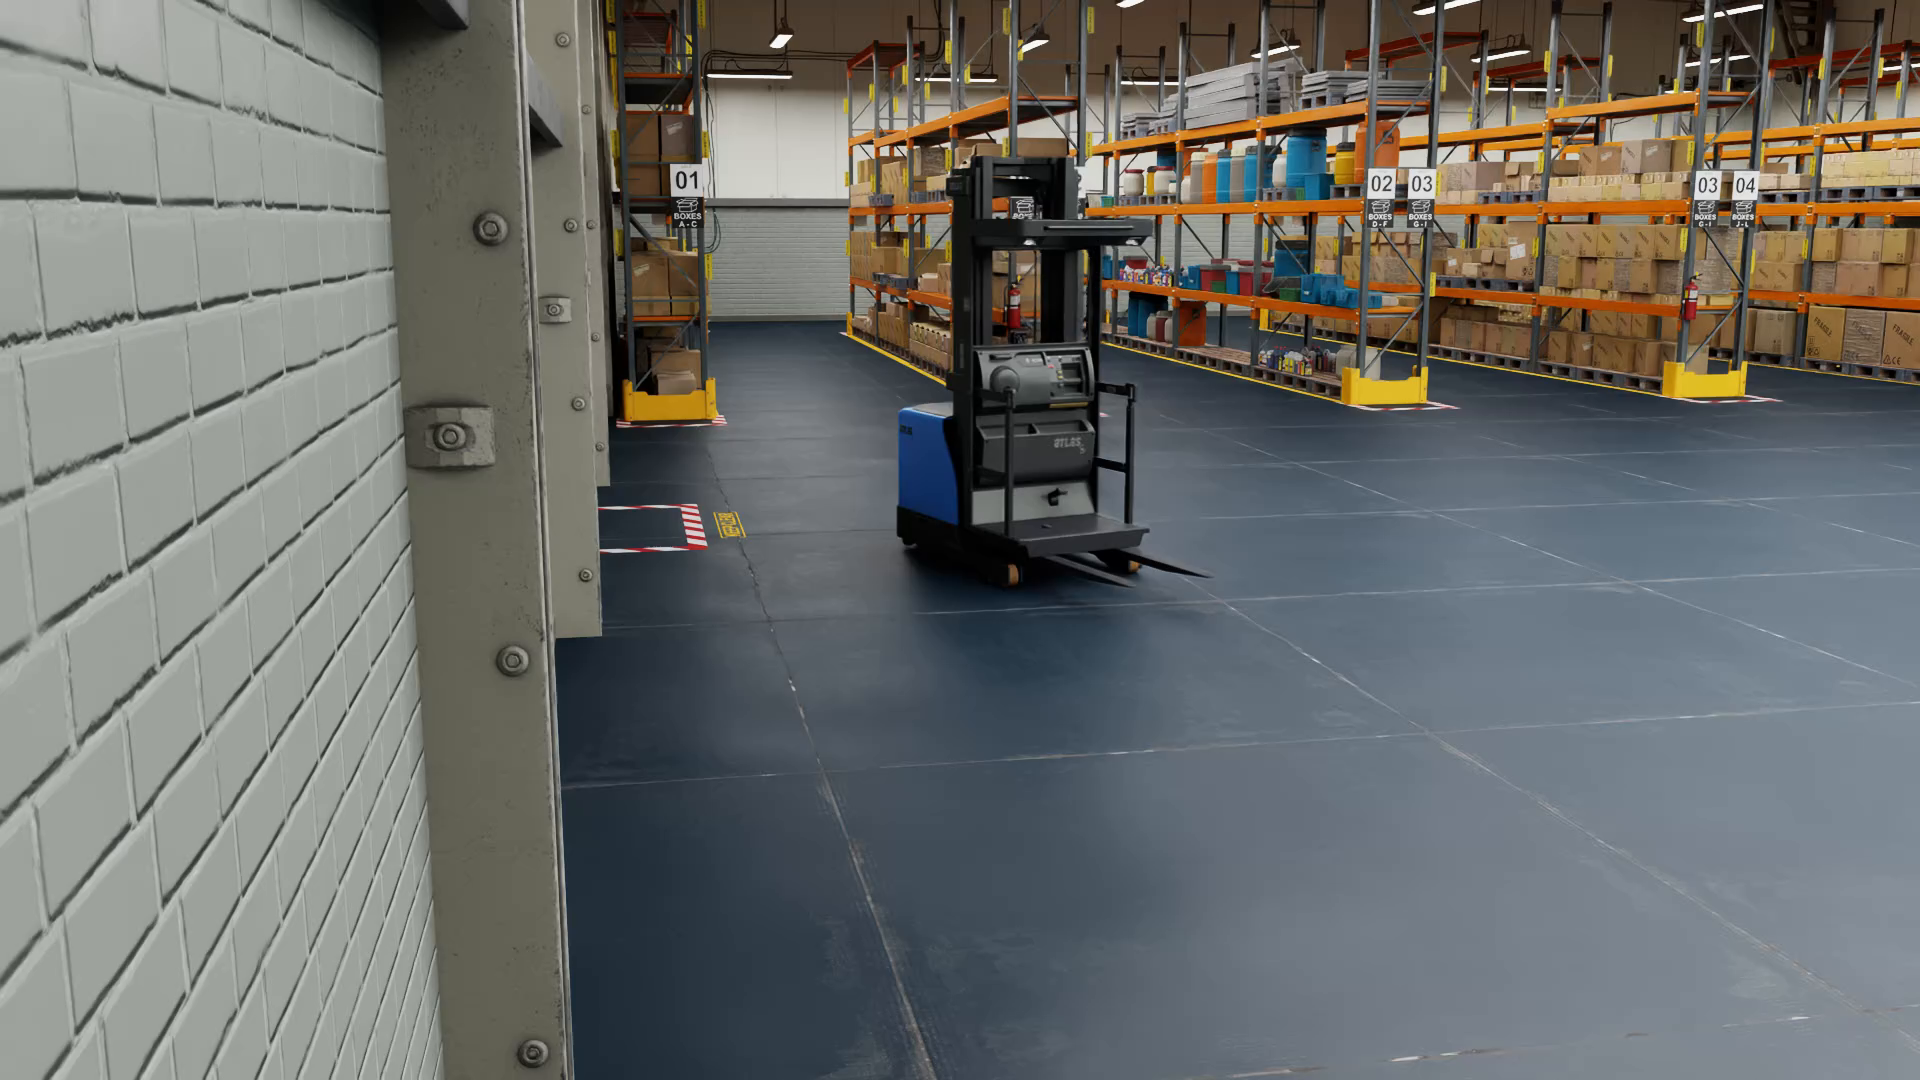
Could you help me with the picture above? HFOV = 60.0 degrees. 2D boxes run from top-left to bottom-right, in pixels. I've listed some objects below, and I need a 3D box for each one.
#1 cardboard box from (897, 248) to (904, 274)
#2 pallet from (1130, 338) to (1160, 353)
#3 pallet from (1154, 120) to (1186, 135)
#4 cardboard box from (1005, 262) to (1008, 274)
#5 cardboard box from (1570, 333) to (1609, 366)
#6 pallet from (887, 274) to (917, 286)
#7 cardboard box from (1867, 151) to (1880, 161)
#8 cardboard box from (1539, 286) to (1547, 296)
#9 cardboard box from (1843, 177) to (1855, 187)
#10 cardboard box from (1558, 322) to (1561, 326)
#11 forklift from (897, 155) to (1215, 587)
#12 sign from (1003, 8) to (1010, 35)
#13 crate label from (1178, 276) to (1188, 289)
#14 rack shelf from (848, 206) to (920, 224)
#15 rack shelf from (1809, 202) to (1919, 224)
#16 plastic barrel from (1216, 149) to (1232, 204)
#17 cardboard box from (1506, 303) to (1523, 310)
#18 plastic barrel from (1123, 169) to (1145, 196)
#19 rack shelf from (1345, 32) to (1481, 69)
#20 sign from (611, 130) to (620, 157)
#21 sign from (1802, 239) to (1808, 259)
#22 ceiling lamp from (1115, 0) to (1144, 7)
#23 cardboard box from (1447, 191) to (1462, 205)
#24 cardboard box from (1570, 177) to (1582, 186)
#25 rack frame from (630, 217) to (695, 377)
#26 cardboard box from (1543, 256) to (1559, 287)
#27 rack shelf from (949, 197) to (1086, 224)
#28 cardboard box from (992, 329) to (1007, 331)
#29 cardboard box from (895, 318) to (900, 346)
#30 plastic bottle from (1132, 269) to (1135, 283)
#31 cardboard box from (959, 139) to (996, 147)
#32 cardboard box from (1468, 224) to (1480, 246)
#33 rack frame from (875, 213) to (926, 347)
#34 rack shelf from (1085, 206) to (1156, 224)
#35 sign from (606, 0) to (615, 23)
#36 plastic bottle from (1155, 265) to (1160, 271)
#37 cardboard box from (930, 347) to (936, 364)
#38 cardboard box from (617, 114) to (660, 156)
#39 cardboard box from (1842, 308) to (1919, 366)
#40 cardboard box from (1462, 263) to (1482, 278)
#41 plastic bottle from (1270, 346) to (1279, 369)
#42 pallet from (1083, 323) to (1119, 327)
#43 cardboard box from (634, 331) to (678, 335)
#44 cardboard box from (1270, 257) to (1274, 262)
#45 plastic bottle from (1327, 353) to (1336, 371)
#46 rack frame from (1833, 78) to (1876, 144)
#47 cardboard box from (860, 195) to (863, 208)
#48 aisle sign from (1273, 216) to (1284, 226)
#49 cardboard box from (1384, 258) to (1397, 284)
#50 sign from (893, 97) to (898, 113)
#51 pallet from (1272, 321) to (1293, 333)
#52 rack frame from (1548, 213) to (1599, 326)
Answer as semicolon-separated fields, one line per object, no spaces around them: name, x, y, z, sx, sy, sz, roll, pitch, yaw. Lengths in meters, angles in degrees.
cardboard box;-0.793;-5.339;31.835;0.700;0.500;0.500;-5;12;-25
pallet;4.012;-3.848;32.848;1.003;0.211;1.213;-2;11;-11
pallet;4.330;-7.643;30.858;1.213;0.211;1.003;-2;11;-11
cardboard box;0.823;-3.683;22.525;0.380;0.149;0.250;-2;11;-10
cardboard box;10.234;-3.097;27.005;0.500;0.500;0.500;1;11;7
pallet;-0.802;-4.934;31.611;1.003;0.211;1.213;-2;11;-11
cardboard box;14.899;-6.191;26.827;0.380;0.149;0.250;-2;11;-10
cardboard box;9.823;-4.124;27.513;0.380;0.149;0.250;-2;11;-11
cardboard box;14.798;-5.893;27.393;0.380;0.149;0.250;-2;11;-11
cardboard box;13.598;-4.860;37.209;0.380;0.149;0.250;-2;11;-9
forklift;0.646;-1.208;11.705;1.130;2.935;3.031;-6;12;-28
sign;0.602;-6.632;21.265;0.100;0.325;0.005;-2;11;-11
crate label;4.154;-4.678;30.201;0.303;0.233;0.416;-2;11;-11
rack shelf;-1.586;-6.892;35.288;1.077;0.370;4.000;-2;11;-11
rack shelf;15.350;-5.213;26.464;1.077;0.370;4.000;-2;11;-11
plastic barrel;4.652;-6.163;28.190;0.600;0.901;0.708;-2;11;-11
cardboard box;12.814;-5.367;38.281;0.380;0.149;0.250;-2;11;-11
plastic barrel;3.519;-7.226;33.629;0.433;0.535;0.433;0;11;0
rack shelf;8.909;-9.625;32.732;1.077;0.370;4.000;-2;11;-11
sign;-4.270;-4.916;20.611;0.100;0.325;0.005;-2;11;-11
sign;14.431;-4.968;28.391;0.100;0.325;0.005;-2;11;-11
ceiling lamp;3.036;-9.826;25.142;0.800;3.185;2.000;-2;11;-11
cardboard box;9.240;-6.242;30.346;0.500;0.250;0.500;-2;11;-10
cardboard box;9.988;-5.726;26.569;0.380;0.149;0.250;-2;11;-11
rack frame;-4.500;-3.757;24.915;1.000;3.000;0.127;-2;11;-11
cardboard box;10.103;-4.408;27.272;0.875;0.500;0.500;-2;11;-11
rack shelf;0.748;-4.692;23.725;1.077;0.370;4.000;-2;11;-11
cardboard box;0.436;-2.791;24.061;0.500;0.500;0.500;-2;11;-11
cardboard box;-0.932;-3.918;31.267;0.500;0.500;0.500;-3;11;-13
plastic bottle;3.488;-5.282;33.237;0.061;0.283;0.133;-2;11;-11
cardboard box;0.277;-6.027;26.091;0.500;0.500;0.500;-2;11;-10
cardboard box;12.454;-7.255;39.554;0.500;0.500;0.500;-2;11;-11
rack frame;-1.197;-5.405;33.574;1.000;3.000;0.127;-2;11;-11
rack shelf;3.273;-7.072;36.231;1.077;0.370;4.000;-2;11;-11
sign;-4.270;-6.491;20.311;0.100;0.325;0.005;-2;11;-11
plastic bottle;4.020;-5.399;33.671;0.144;0.351;0.185;-2;11;-11
cardboard box;-0.203;-3.046;27.408;0.500;0.250;0.500;-2;11;-10
cardboard box;-4.062;-5.117;21.041;0.500;0.500;0.500;-2;11;-8
cardboard box;15.194;-3.339;27.277;0.875;0.875;0.875;-2;11;-11
cardboard box;9.399;-4.848;29.925;0.500;0.250;0.500;-2;11;-13
plastic bottle;4.968;-2.869;26.157;0.144;0.351;0.185;-2;11;-9
pallet;3.006;-4.796;37.830;1.003;0.211;1.213;-2;11;-11
cardboard box;-4.976;-3.160;27.286;0.700;0.500;0.500;-2;11;-11
cardboard box;7.571;-6.473;38.790;0.500;0.250;0.500;-2;11;-13
plastic bottle;5.754;-2.764;25.803;0.152;0.276;0.135;-2;11;-10
rack frame;22.331;-9.987;41.602;1.000;3.000;0.127;-2;11;-11
cardboard box;-1.838;-7.160;35.172;0.500;0.250;0.500;-2;11;-11
aisle sign;7.434;-7.778;39.087;0.394;0.787;0.004;-2;11;-11
cardboard box;8.764;-5.349;33.009;0.500;0.500;0.500;-2;11;-13
sign;-1.427;-9.639;36.852;0.100;0.325;0.005;-2;11;-11
pallet;7.975;-4.985;38.823;1.003;0.211;1.213;-2;11;-11
rack frame;13.405;-5.927;36.313;1.000;3.000;0.127;-2;11;-11
